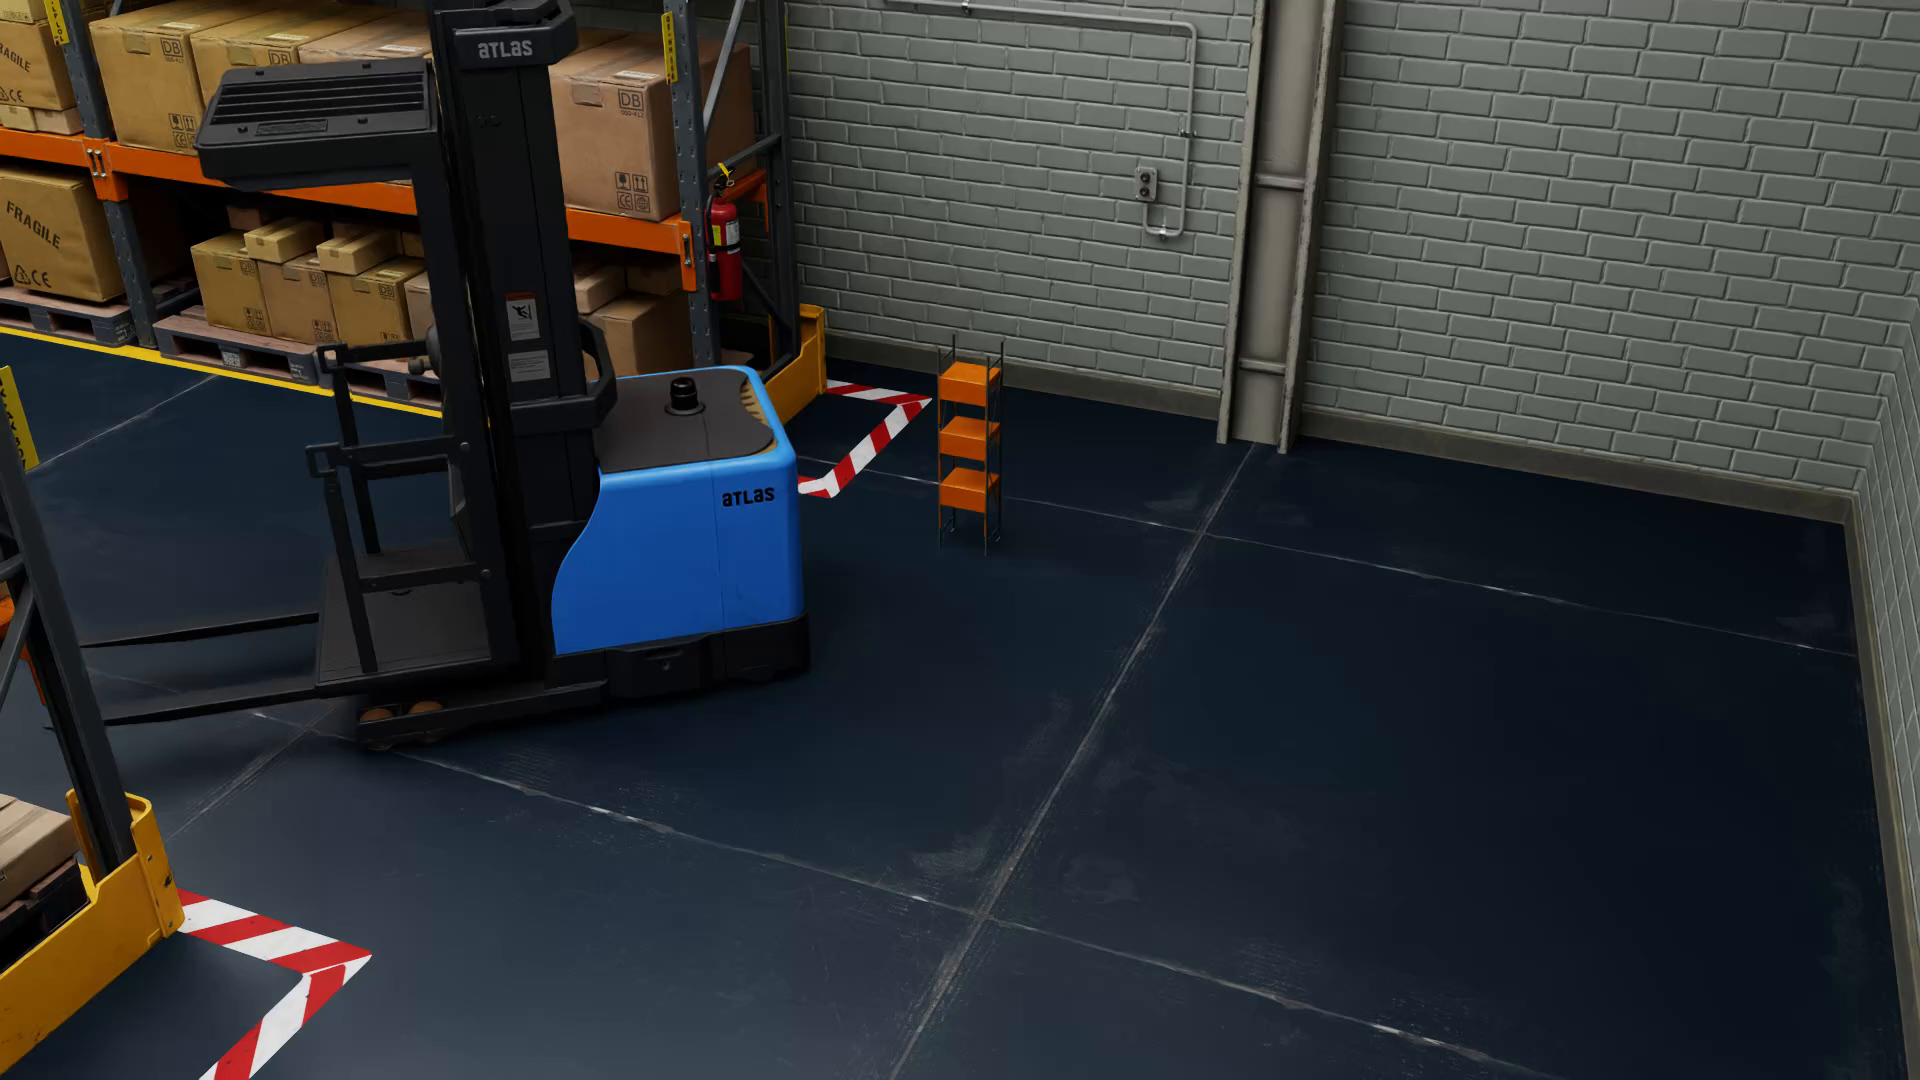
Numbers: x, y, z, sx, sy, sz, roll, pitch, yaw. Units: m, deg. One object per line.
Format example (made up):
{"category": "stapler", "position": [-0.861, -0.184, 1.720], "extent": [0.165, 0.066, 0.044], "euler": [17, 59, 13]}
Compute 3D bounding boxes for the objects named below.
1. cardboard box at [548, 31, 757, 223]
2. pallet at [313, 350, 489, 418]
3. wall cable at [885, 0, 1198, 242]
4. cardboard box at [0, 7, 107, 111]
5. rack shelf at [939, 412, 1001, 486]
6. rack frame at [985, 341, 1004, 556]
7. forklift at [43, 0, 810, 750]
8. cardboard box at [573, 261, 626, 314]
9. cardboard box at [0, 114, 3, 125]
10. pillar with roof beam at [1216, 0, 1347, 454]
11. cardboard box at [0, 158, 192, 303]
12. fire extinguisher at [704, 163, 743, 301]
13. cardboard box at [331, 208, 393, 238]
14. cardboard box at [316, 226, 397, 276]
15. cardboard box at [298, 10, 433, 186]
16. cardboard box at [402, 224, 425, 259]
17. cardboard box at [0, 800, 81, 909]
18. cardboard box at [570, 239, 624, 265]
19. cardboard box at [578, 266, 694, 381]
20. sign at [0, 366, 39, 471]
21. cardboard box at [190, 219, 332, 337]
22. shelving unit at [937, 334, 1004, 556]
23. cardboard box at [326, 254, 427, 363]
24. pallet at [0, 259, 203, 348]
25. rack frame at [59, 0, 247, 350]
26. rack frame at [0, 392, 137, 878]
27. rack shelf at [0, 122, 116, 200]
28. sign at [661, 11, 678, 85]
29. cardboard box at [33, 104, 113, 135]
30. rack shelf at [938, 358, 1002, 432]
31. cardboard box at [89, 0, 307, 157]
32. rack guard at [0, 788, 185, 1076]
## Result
{"category": "cardboard box", "position": [-1.643, -2.206, 8.799], "extent": [0.700, 0.700, 0.980], "euler": [13, 32, 21]}
{"category": "pallet", "position": [-3.064, -1.110, 10.000], "extent": [1.213, 0.211, 1.003], "euler": [11, 31, 19]}
{"category": "wall cable", "position": [0.375, -2.622, 8.808], "extent": [1.851, 1.984, 0.084], "euler": [11, 31, 19]}
{"category": "cardboard box", "position": [-5.396, -2.878, 9.868], "extent": [0.500, 0.500, 0.500], "euler": [11, 31, 18]}
{"category": "rack shelf", "position": [0.050, -0.438, 7.979], "extent": [0.240, 0.259, 0.215], "euler": [11, 31, 19]}
{"category": "rack frame", "position": [0.163, -0.425, 7.934], "extent": [0.008, 1.050, 0.200], "euler": [11, 31, 19]}
{"category": "forklift", "position": [-2.225, -0.713, 6.533], "extent": [3.031, 2.935, 1.130], "euler": [-8, 30, -14]}
{"category": "cardboard box", "position": [-2.041, -1.387, 9.110], "extent": [0.250, 0.149, 0.380], "euler": [11, 31, 19]}
{"category": "cardboard box", "position": [-5.759, -2.663, 10.147], "extent": [0.250, 0.149, 0.380], "euler": [12, 32, 21]}
{"category": "pillar with roof beam", "position": [0.042, -2.529, 3.579], "extent": [0.400, 9.000, 9.100], "euler": [11, 31, 19]}
{"category": "cardboard box", "position": [-5.525, -2.033, 10.557], "extent": [0.750, 0.750, 0.750], "euler": [12, 32, 20]}
{"category": "fire extinguisher", "position": [-1.201, -1.551, 8.403], "extent": [0.183, 0.674, 0.296], "euler": [11, 31, 19]}
{"category": "cardboard box", "position": [-3.545, -1.890, 9.999], "extent": [0.250, 0.149, 0.380], "euler": [10, 31, 18]}
{"category": "cardboard box", "position": [-3.487, -1.674, 9.618], "extent": [0.250, 0.149, 0.380], "euler": [10, 31, 18]}
{"category": "cardboard box", "position": [-3.025, -2.481, 9.285], "extent": [0.700, 0.700, 0.980], "euler": [10, 31, 17]}
{"category": "cardboard box", "position": [-3.072, -1.795, 9.832], "extent": [0.250, 0.149, 0.380], "euler": [11, 31, 18]}
{"category": "cardboard box", "position": [-3.285, 1.089, 5.724], "extent": [0.250, 0.149, 0.380], "euler": [11, 31, 19]}
{"category": "cardboard box", "position": [-2.132, -1.608, 9.500], "extent": [0.250, 0.149, 0.380], "euler": [11, 31, 19]}
{"category": "cardboard box", "position": [-1.853, -1.164, 9.374], "extent": [0.500, 0.500, 0.700], "euler": [11, 31, 19]}
{"category": "sign", "position": [-2.822, -0.350, 4.942], "extent": [0.005, 0.325, 0.100], "euler": [11, 31, 19]}
{"category": "cardboard box", "position": [-4.219, -1.635, 10.208], "extent": [0.500, 0.500, 0.700], "euler": [12, 32, 20]}
{"category": "shelving unit", "position": [0.050, -0.447, 7.974], "extent": [0.252, 1.050, 0.215], "euler": [11, 31, 19]}
{"category": "cardboard box", "position": [-3.280, -1.445, 9.871], "extent": [0.500, 0.500, 0.700], "euler": [12, 32, 20]}
{"category": "pallet", "position": [-5.617, -1.620, 10.901], "extent": [1.213, 0.211, 1.003], "euler": [11, 31, 19]}
{"category": "rack frame", "position": [-4.873, -2.725, 10.023], "extent": [0.127, 3.000, 1.000], "euler": [11, 31, 19]}
{"category": "rack frame", "position": [-3.026, 0.274, 4.717], "extent": [0.127, 3.000, 1.000], "euler": [11, 31, 19]}
{"category": "rack shelf", "position": [-6.727, -2.782, 10.855], "extent": [4.000, 0.370, 1.077], "euler": [11, 31, 19]}
{"category": "sign", "position": [-1.384, -2.348, 7.938], "extent": [0.005, 0.325, 0.100], "euler": [11, 31, 19]}
{"category": "cardboard box", "position": [-5.293, -2.558, 9.963], "extent": [0.250, 0.149, 0.380], "euler": [12, 31, 20]}
{"category": "rack shelf", "position": [0.050, -0.685, 7.840], "extent": [0.240, 0.259, 0.215], "euler": [11, 31, 19]}
{"category": "cardboard box", "position": [-4.377, -2.748, 9.759], "extent": [0.700, 0.700, 0.980], "euler": [12, 32, 20]}
{"category": "rack guard", "position": [-3.096, 1.348, 5.357], "extent": [0.348, 0.500, 1.175], "euler": [11, 31, 19]}
